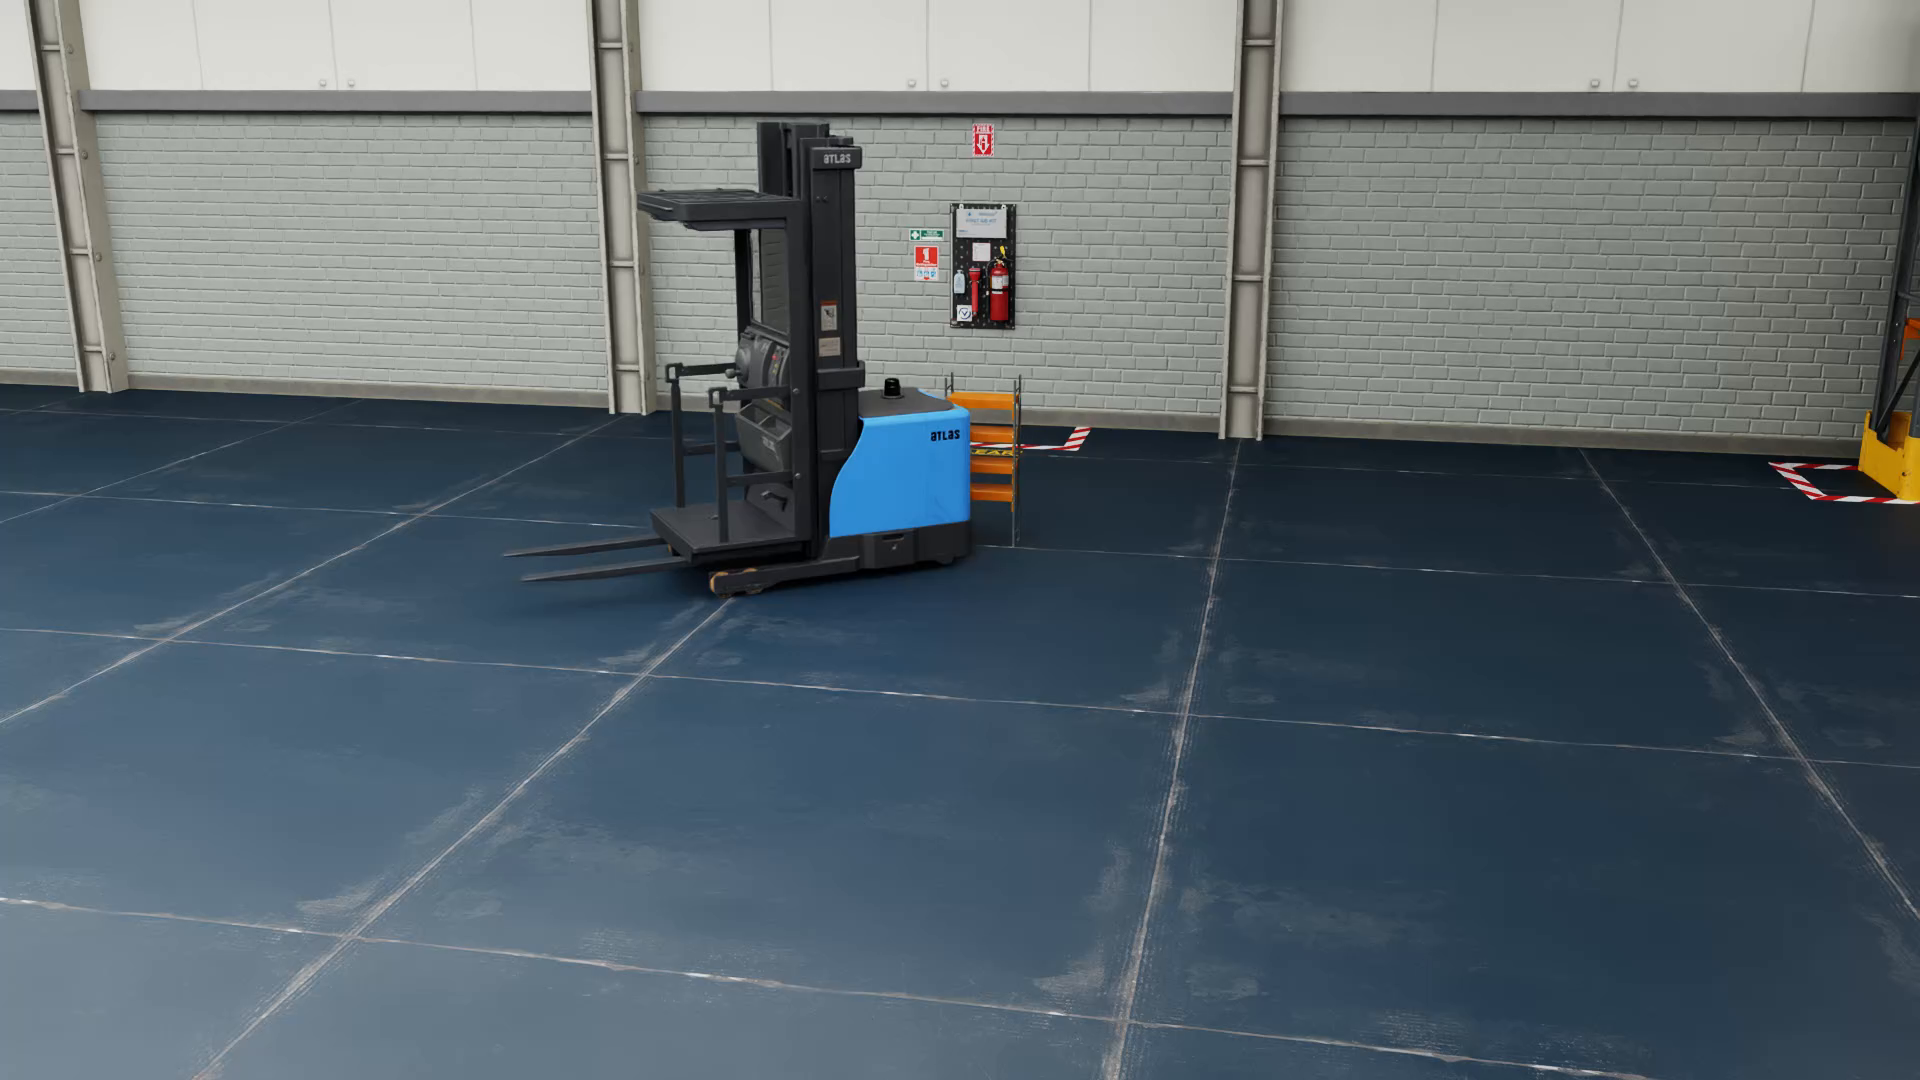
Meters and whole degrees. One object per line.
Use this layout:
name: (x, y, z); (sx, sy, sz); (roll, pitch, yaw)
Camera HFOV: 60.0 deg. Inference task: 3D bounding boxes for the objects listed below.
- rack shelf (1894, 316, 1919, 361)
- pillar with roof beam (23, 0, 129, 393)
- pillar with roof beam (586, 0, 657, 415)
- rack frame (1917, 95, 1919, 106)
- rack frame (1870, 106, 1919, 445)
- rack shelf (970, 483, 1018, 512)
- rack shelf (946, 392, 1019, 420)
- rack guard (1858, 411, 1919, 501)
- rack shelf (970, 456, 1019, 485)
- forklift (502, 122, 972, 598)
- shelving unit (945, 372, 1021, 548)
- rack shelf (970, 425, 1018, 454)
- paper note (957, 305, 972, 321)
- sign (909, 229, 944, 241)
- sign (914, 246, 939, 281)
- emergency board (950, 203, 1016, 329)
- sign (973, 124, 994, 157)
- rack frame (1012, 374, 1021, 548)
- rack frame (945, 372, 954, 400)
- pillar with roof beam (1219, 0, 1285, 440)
rack shelf: (9.598, -1.451, 12.959); (4.000, 0.370, 1.077); (3, 16, 11)
pillar with roof beam: (-10.000, -4.816, 12.520); (0.400, 9.000, 9.100); (3, 16, 11)
pillar with roof beam: (-4.121, -4.497, 11.368); (0.400, 9.000, 9.100); (3, 16, 11)
rack frame: (7.638, -4.795, 12.447); (0.127, 3.000, 1.000); (3, 16, 11)
rack frame: (7.638, -1.904, 13.247); (0.127, 3.000, 1.000); (3, 16, 11)
rack shelf: (0.162, -0.313, 11.871); (0.480, 0.148, 0.258); (3, 16, 11)
rack shelf: (0.162, -0.948, 11.695); (0.480, 0.148, 0.258); (3, 16, 11)
rack guard: (7.713, -0.696, 13.567); (0.348, 0.500, 1.175); (3, 16, 11)
rack shelf: (0.162, -0.505, 11.818); (0.480, 0.148, 0.258); (3, 16, 11)
forklift: (-1.475, -1.201, 10.839); (3.031, 2.935, 1.130); (-7, 17, -24)
shelving unit: (0.162, -0.569, 11.800); (0.503, 1.200, 0.258); (3, 16, 11)
rack shelf: (0.162, -0.720, 11.758); (0.480, 0.148, 0.258); (3, 16, 11)
paper note: (0.043, -2.157, 15.810); (0.142, 0.148, 0.016); (3, 16, 11)
sign: (-0.316, -2.880, 15.712); (0.331, 0.109, 0.001); (3, 16, 11)
sign: (-0.319, -2.628, 15.792); (0.234, 0.329, 0.001); (3, 16, 11)
emergency board: (0.203, -2.554, 15.593); (0.643, 1.169, 0.194); (3, 16, 11)
sign: (0.215, -3.698, 15.379); (0.199, 0.298, 0.001); (3, 16, 11)
rack frame: (0.401, -0.556, 11.753); (0.015, 1.200, 0.240); (3, 16, 11)
rack frame: (-0.077, -0.582, 11.847); (0.015, 1.200, 0.240); (3, 16, 11)
pillar with roof beam: (1.759, -4.177, 10.216); (0.400, 9.000, 9.100); (3, 16, 11)
